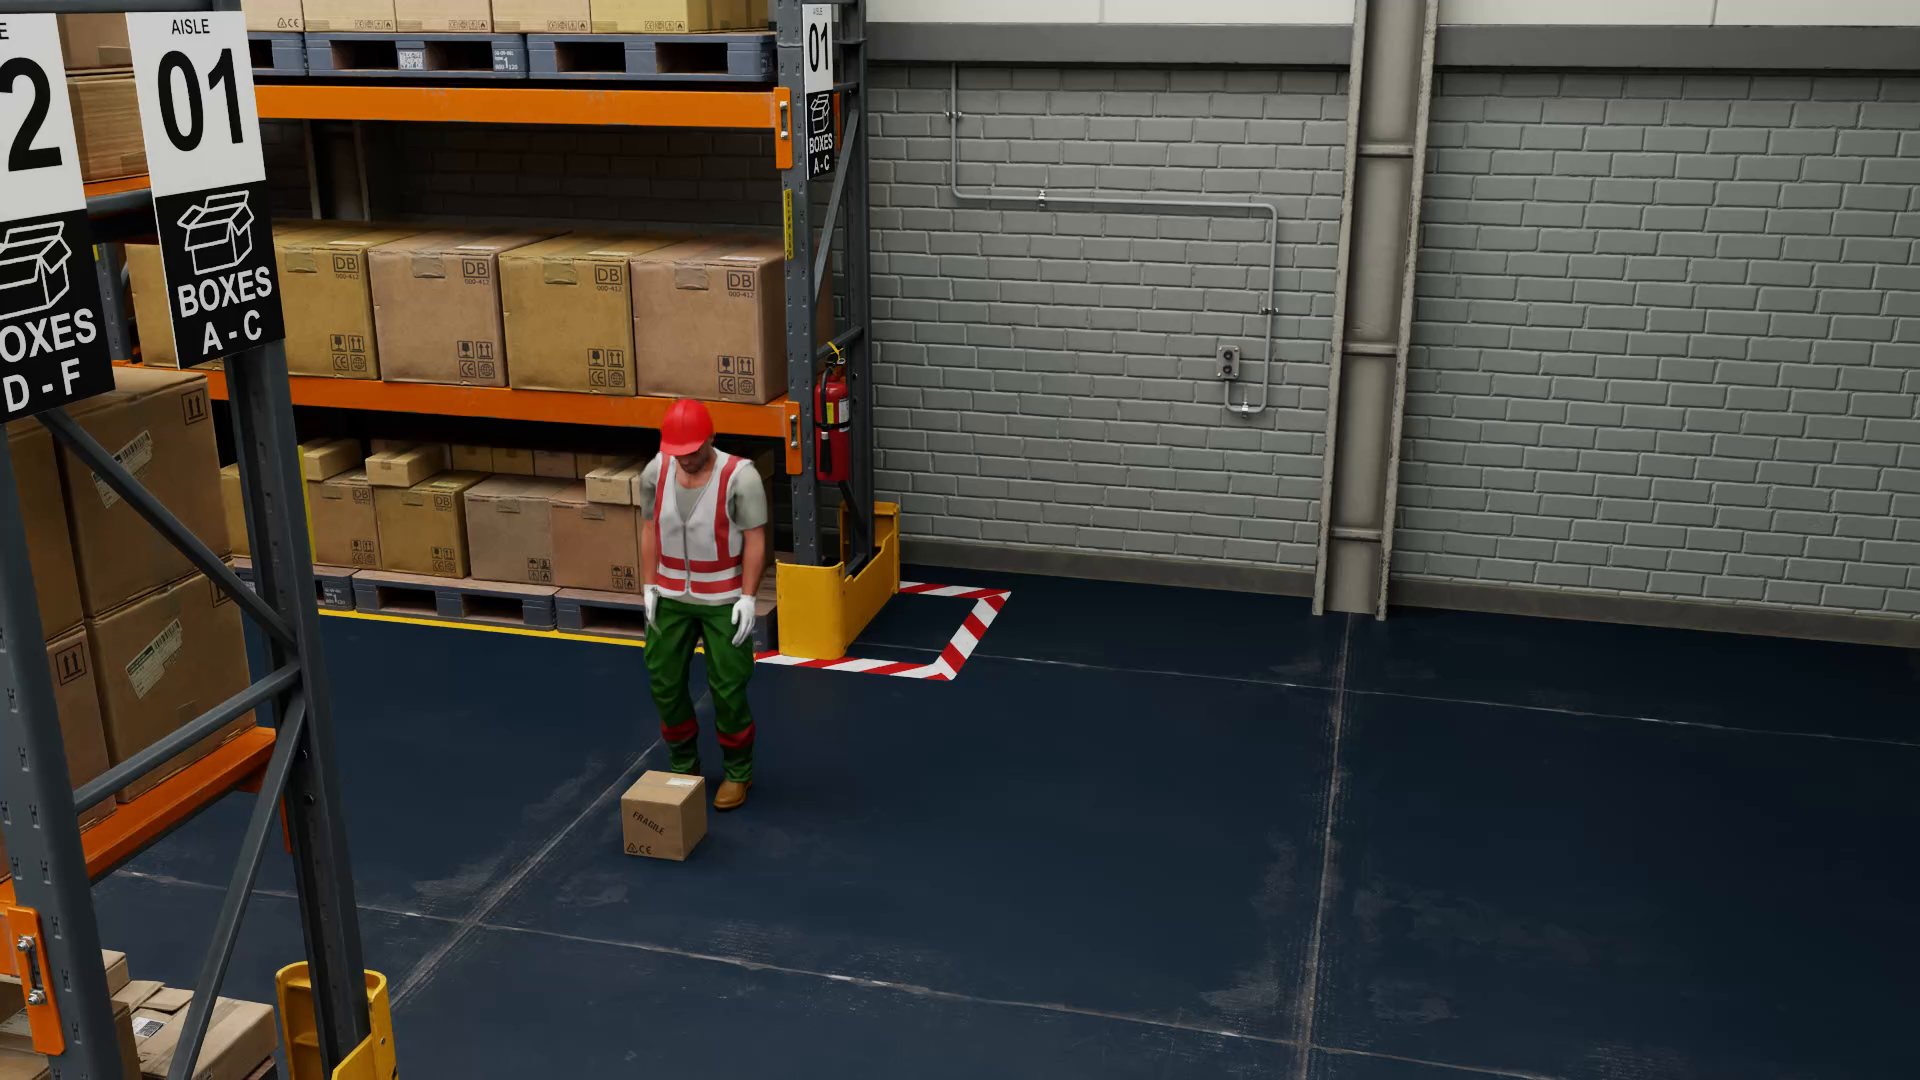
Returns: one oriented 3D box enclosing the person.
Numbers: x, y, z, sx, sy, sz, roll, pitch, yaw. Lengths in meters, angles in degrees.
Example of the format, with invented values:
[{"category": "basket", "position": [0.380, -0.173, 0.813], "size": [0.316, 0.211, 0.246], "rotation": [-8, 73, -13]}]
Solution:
[{"category": "person", "position": [-1.049, 0.259, 6.803], "size": [0.541, 1.744, 0.443], "rotation": [5, 19, 15]}]
